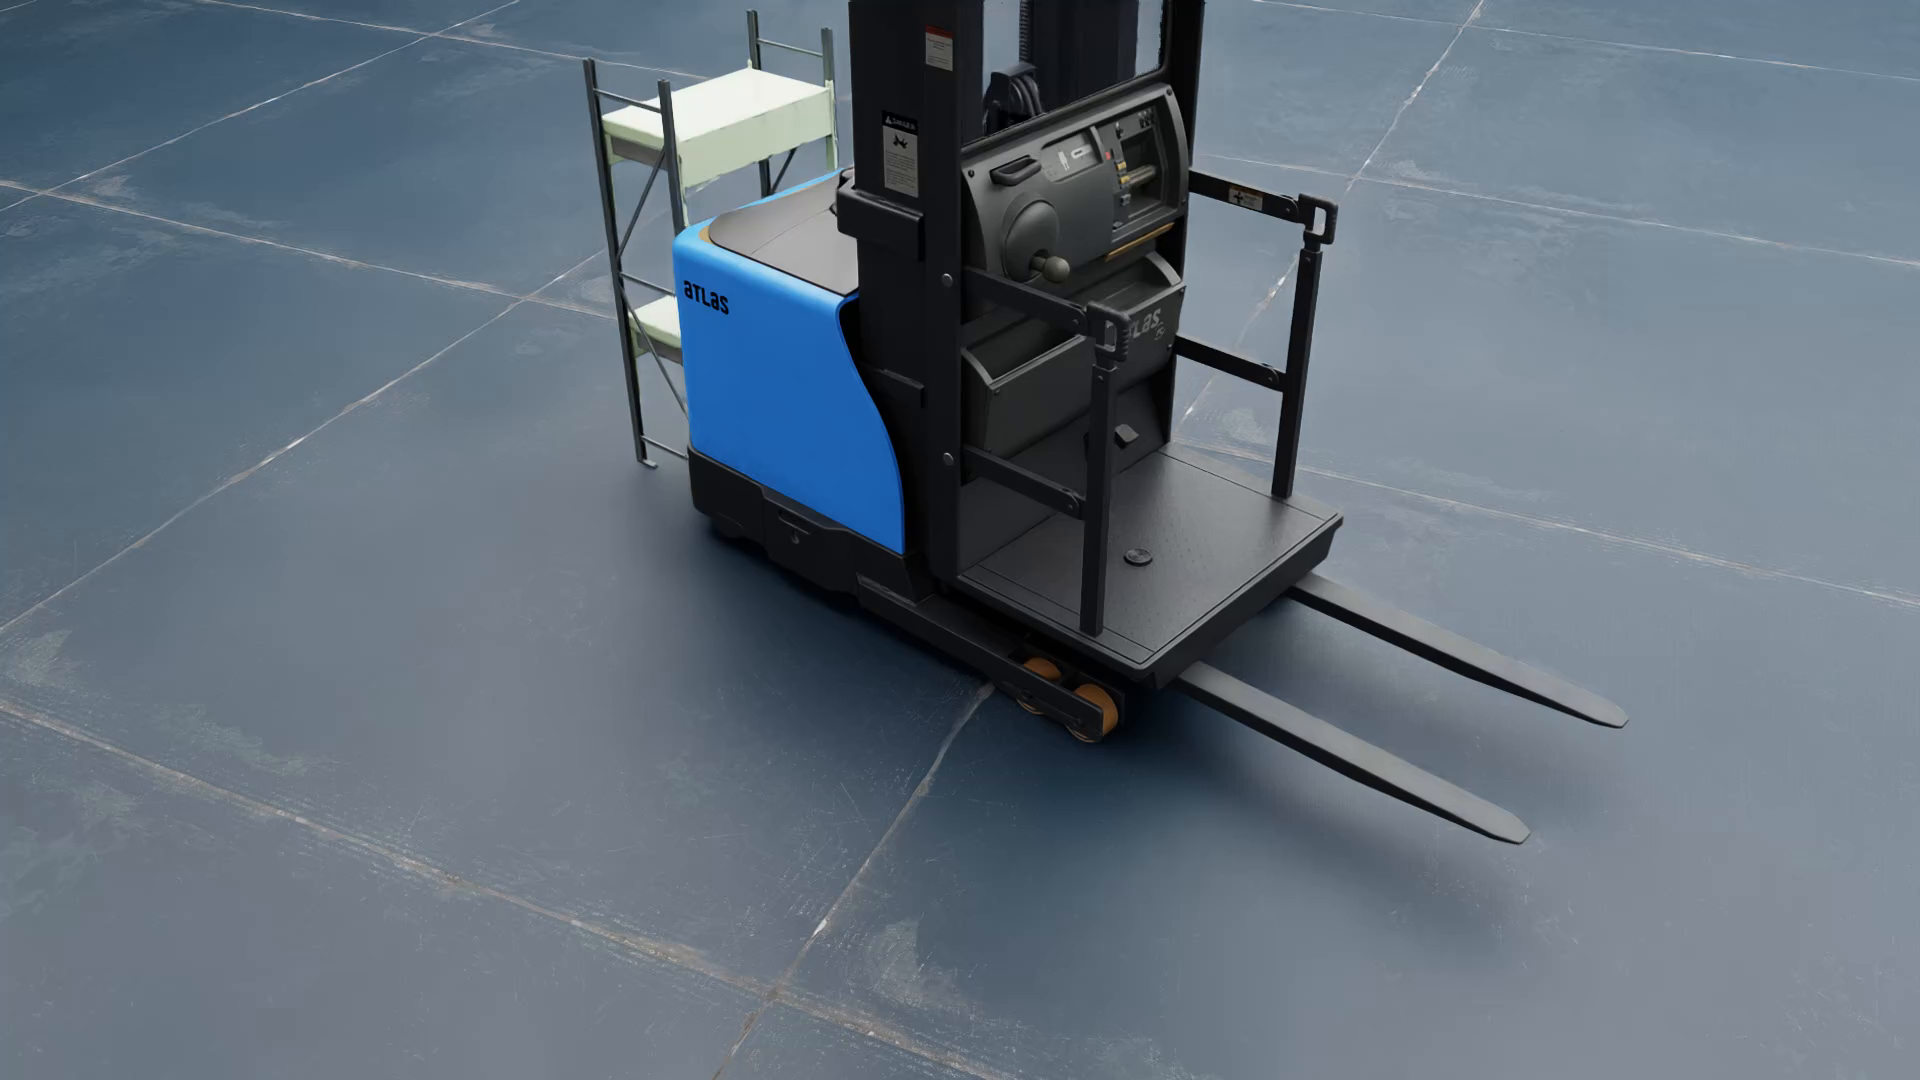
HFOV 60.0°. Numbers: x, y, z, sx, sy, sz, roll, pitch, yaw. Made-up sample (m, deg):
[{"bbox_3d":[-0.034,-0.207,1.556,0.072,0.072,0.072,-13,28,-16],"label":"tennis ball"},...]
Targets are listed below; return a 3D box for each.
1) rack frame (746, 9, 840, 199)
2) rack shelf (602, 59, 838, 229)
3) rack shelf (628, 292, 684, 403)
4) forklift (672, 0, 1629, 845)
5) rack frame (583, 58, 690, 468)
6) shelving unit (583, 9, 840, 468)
[{"bbox_3d":[-0.583,-1.172,6.162,0.400,1.500,0.023,24,40,33],"label":"rack frame"},{"bbox_3d":[-0.824,-1.347,5.717,0.431,0.370,0.720,24,40,33],"label":"rack shelf"},{"bbox_3d":[-0.815,-0.744,6.103,0.431,0.370,0.720,24,40,33],"label":"rack shelf"},{"bbox_3d":[0.500,-0.963,4.546,3.031,2.935,1.130,26,41,34],"label":"forklift"},{"bbox_3d":[-1.055,-0.865,5.693,0.400,1.500,0.023,24,40,33],"label":"rack frame"},{"bbox_3d":[-0.819,-1.018,5.928,0.431,1.500,0.755,24,40,33],"label":"shelving unit"}]
